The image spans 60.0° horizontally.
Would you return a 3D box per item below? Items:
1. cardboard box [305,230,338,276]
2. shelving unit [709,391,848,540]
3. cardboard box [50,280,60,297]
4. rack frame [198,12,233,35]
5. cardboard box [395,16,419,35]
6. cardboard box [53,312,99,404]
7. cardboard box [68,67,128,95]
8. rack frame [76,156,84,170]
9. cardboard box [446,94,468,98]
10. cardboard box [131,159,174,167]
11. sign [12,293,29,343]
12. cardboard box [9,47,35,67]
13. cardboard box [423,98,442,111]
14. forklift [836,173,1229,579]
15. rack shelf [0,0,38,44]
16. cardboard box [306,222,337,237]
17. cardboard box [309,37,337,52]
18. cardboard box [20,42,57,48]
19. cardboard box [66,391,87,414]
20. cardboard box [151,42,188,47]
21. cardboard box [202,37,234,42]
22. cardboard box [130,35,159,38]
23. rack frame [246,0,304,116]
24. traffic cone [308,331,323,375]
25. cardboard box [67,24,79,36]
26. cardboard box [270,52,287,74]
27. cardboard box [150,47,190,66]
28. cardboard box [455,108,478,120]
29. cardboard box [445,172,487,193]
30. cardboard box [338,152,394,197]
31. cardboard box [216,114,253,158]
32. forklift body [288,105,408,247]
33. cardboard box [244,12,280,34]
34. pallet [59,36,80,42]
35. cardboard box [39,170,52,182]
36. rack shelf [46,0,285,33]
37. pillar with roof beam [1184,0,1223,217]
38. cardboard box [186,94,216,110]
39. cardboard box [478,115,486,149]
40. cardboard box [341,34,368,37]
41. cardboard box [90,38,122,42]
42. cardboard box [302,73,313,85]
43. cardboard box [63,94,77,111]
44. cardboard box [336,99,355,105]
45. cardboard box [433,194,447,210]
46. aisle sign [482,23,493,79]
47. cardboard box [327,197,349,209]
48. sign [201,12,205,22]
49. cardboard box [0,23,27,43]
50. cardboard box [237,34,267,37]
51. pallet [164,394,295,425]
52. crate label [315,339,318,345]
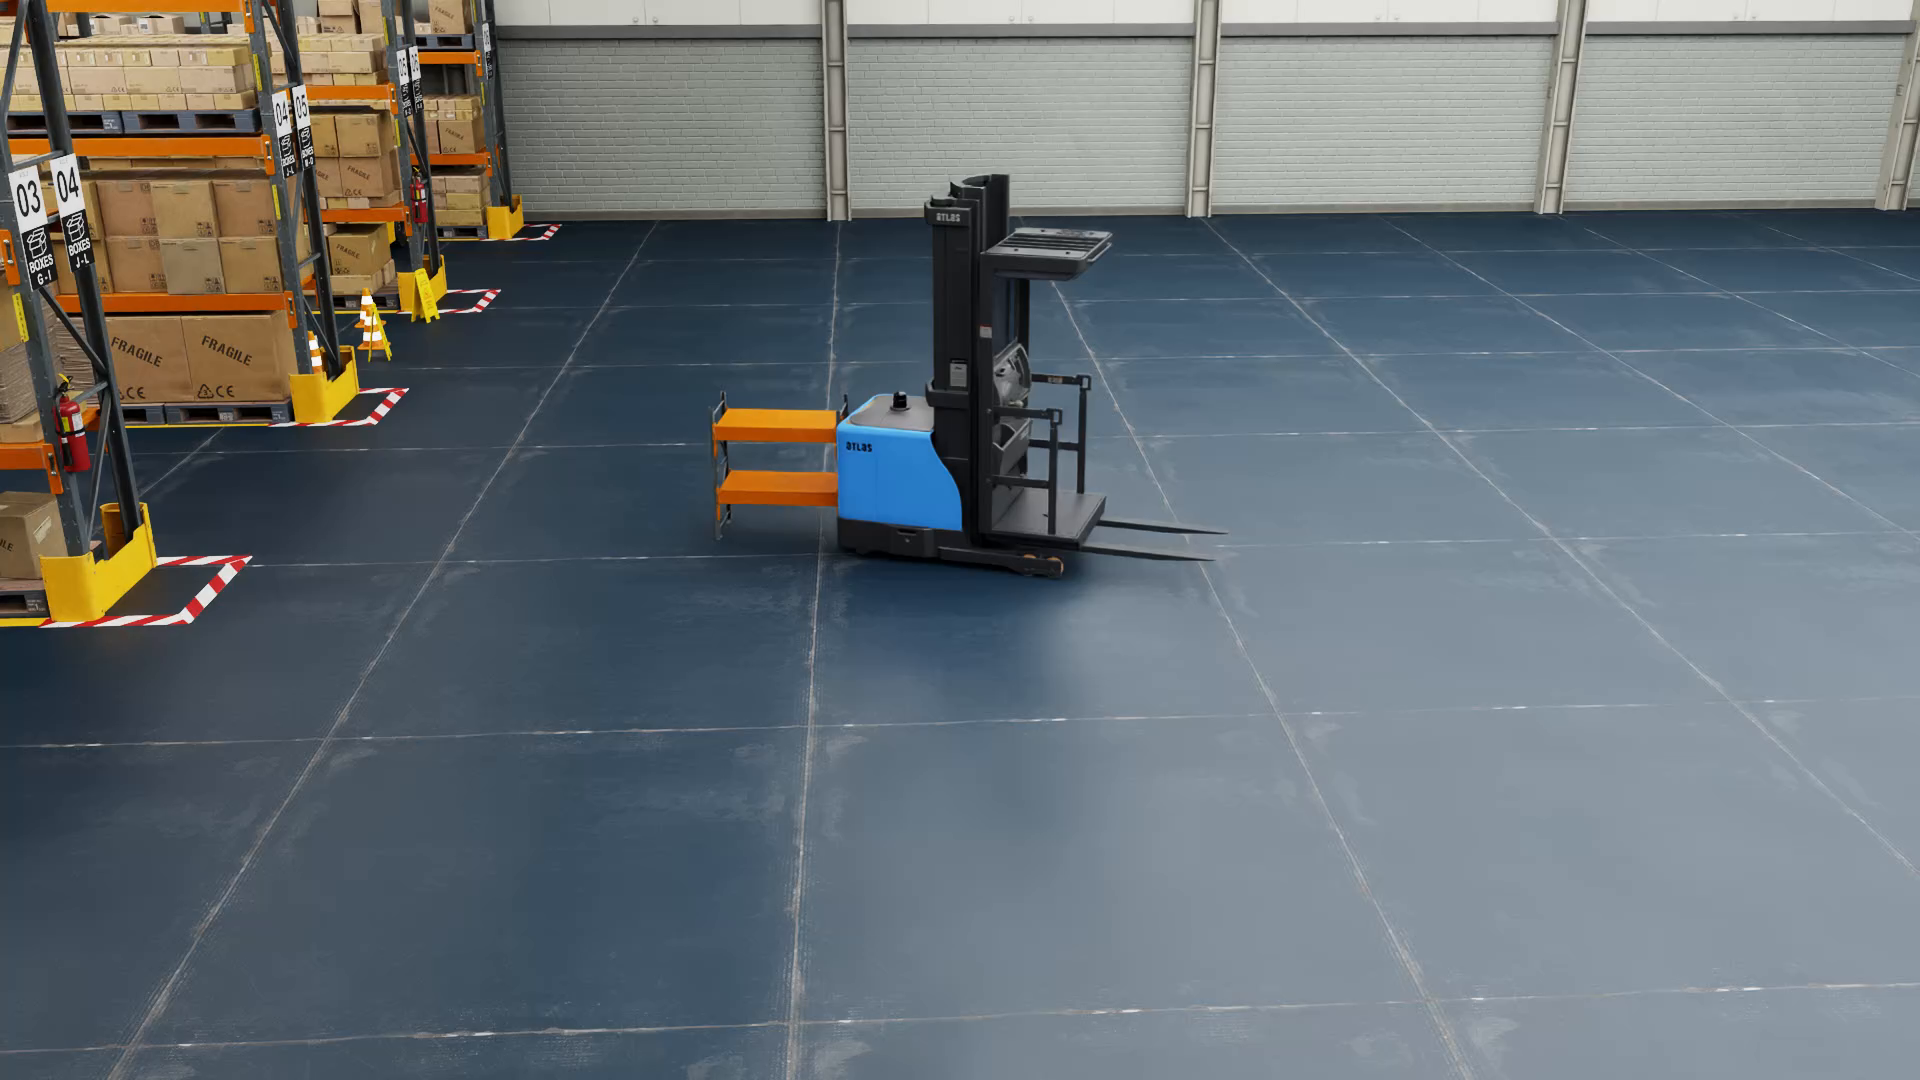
[{"bbox_3d":[-8.263,-3.678,21.287,0.500,0.500,0.500,0,21,-1],"label":"cardboard box"},{"bbox_3d":[-1.458,-0.600,13.615,1.048,1.125,0.538,1,21,4],"label":"shelving unit"},{"bbox_3d":[-9.106,-2.770,16.470,0.550,0.550,0.875,-1,21,-3],"label":"cardboard box"},{"bbox_3d":[-11.238,-9.023,24.673,0.127,3.000,1.000,-1,21,-3],"label":"rack frame"},{"bbox_3d":[-8.308,-7.753,25.011,0.258,0.266,0.396,-1,21,-3],"label":"cardboard box"},{"bbox_3d":[-9.036,-1.911,16.820,0.875,0.875,0.875,-1,21,-3],"label":"cardboard box"},{"bbox_3d":[-8.047,-4.366,15.719,0.500,0.250,0.500,-1,21,-3],"label":"cardboard box"},{"bbox_3d":[-10.951,-4.456,21.109,0.127,3.000,1.000,-1,21,-3],"label":"rack frame"},{"bbox_3d":[-7.861,-6.875,25.993,0.250,0.149,0.380,0,21,-1],"label":"cardboard box"},{"bbox_3d":[-9.996,-4.570,20.851,0.500,0.500,0.500,-1,21,-3],"label":"cardboard box"},{"bbox_3d":[-6.380,-1.508,11.295,0.005,0.325,0.100,-1,21,-3],"label":"sign"},{"bbox_3d":[-8.666,-4.517,15.556,0.250,0.149,0.380,-1,21,-3],"label":"cardboard box"},{"bbox_3d":[-8.094,-6.676,25.471,0.250,0.149,0.380,-1,21,-2],"label":"cardboard box"},{"bbox_3d":[0.593,-1.278,12.859,3.031,2.935,1.130,6,22,16],"label":"forklift"},{"bbox_3d":[-8.388,-3.442,11.031,4.000,0.370,1.077,-1,21,-3],"label":"rack shelf"},{"bbox_3d":[-8.105,-3.962,21.120,0.250,0.149,0.380,-1,21,-1],"label":"cardboard box"},{"bbox_3d":[-7.791,-6.079,20.390,0.250,0.149,0.380,-1,21,-4],"label":"cardboard box"},{"bbox_3d":[-8.960,-4.746,16.156,0.250,0.149,0.380,-1,21,-4],"label":"cardboard box"},{"bbox_3d":[-6.690,-0.979,12.328,0.250,0.149,0.380,-1,21,-3],"label":"cardboard box"},{"bbox_3d":[-7.683,-4.772,16.226,0.250,0.149,0.380,-1,21,-2],"label":"cardboard box"},{"bbox_3d":[-9.070,-6.065,20.351,0.250,0.149,0.380,-1,21,-2],"label":"cardboard box"},{"bbox_3d":[-10.127,-6.203,20.715,0.250,0.149,0.380,-1,21,-2],"label":"cardboard box"},{"bbox_3d":[-6.574,-5.585,15.642,0.127,3.000,1.000,-1,21,-3],"label":"rack frame"},{"bbox_3d":[-7.185,-2.089,18.458,0.334,0.463,0.336,-1,21,-3],"label":"traffic cone"},{"bbox_3d":[-13.088,-7.601,24.776,0.250,0.149,0.380,-1,21,-4],"label":"cardboard box"},{"bbox_3d":[-8.473,-5.880,20.426,0.500,0.250,0.500,-1,21,-2],"label":"cardboard box"},{"bbox_3d":[-7.396,-4.544,15.626,0.250,0.149,0.380,-1,21,-2],"label":"cardboard box"},{"bbox_3d":[-7.575,-6.544,25.541,0.250,0.149,0.380,-1,21,-2],"label":"cardboard box"},{"bbox_3d":[-7.686,-5.559,25.875,0.500,0.250,0.500,0,21,-1],"label":"cardboard box"},{"bbox_3d":[-7.483,-4.614,20.966,0.500,0.500,0.500,-2,21,-4],"label":"cardboard box"},{"bbox_3d":[-8.970,-5.087,20.803,0.500,0.500,0.700,-1,21,-3],"label":"cardboard box"},{"bbox_3d":[-9.033,-5.217,24.302,1.214,2.155,2.313,-1,21,-3],"label":"forklift body"},{"bbox_3d":[-10.393,-7.753,24.947,0.500,0.311,0.500,-1,21,-2],"label":"cardboard box"},{"bbox_3d":[-13.443,-7.521,25.209,1.213,0.211,1.003,0,21,-1],"label":"pallet"},{"bbox_3d":[-9.108,-3.284,16.303,0.550,0.550,0.875,-1,21,-3],"label":"cardboard box"},{"bbox_3d":[-8.571,-5.021,15.735,4.000,0.370,1.077,-1,21,-3],"label":"rack shelf"},{"bbox_3d":[4.235,-8.125,22.314,0.400,9.000,9.100,-1,21,-3],"label":"pillar with roof beam"},{"bbox_3d":[-7.138,-4.176,15.782,0.250,0.149,0.380,-1,21,-3],"label":"cardboard box"},{"bbox_3d":[-7.755,-6.436,26.169,0.500,0.500,0.500,0,21,-1],"label":"cardboard box"},{"bbox_3d":[-7.575,-6.249,20.835,0.250,0.149,0.380,-1,21,-3],"label":"cardboard box"},{"bbox_3d":[-10.360,-6.019,20.232,0.250,0.149,0.380,-1,21,-1],"label":"cardboard box"},{"bbox_3d":[-8.068,-5.724,20.576,0.250,0.149,0.380,-1,21,-3],"label":"cardboard box"},{"bbox_3d":[-8.409,-4.150,15.713,0.250,0.149,0.380,-1,21,-2],"label":"cardboard box"},{"bbox_3d":[-9.373,-6.675,25.467,0.250,0.149,0.380,-1,21,-3],"label":"cardboard box"},{"bbox_3d":[-8.214,-5.318,25.945,0.500,0.250,0.500,-1,21,-4],"label":"cardboard box"},{"bbox_3d":[-7.162,-7.412,25.221,0.004,0.787,0.394,-1,21,-3],"label":"aisle sign"},{"bbox_3d":[-7.822,-4.294,21.037,0.250,0.149,0.380,-2,21,-4],"label":"cardboard box"},{"bbox_3d":[-11.197,-7.817,24.553,0.005,0.325,0.100,-1,21,-3],"label":"sign"},{"bbox_3d":[-11.522,-6.161,20.289,0.500,0.250,0.500,-1,21,-2],"label":"cardboard box"},{"bbox_3d":[-8.845,-6.240,20.811,0.250,0.149,0.380,-1,21,-2],"label":"cardboard box"},{"bbox_3d":[-7.368,-1.434,17.090,1.213,0.211,1.003,-1,21,-3],"label":"pallet"},{"bbox_3d":[-7.692,-2.307,19.488,0.298,0.136,0.250,-13,24,-31],"label":"crate label"}]
